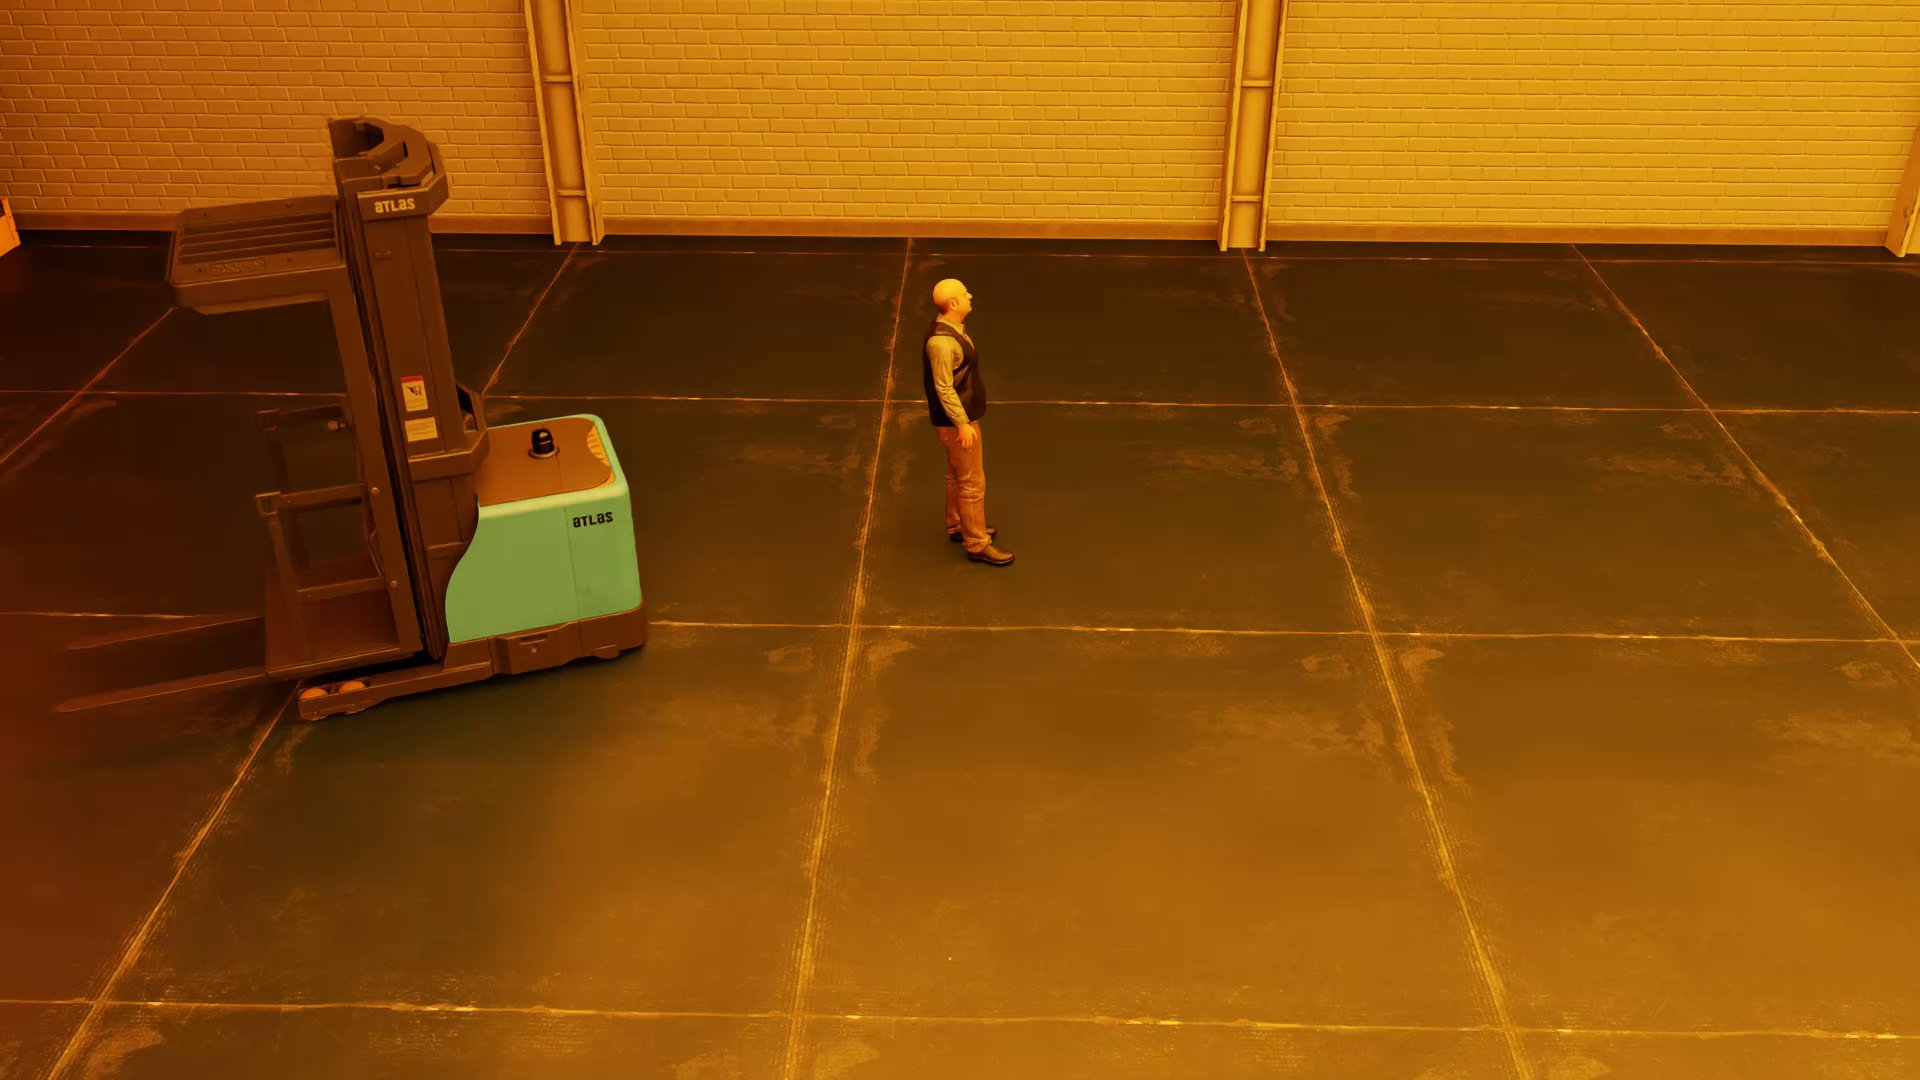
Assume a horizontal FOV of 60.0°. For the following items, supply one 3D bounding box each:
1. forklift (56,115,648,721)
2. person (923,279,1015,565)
[{"bbox_3d":[-3.339,-0.603,8.638,3.031,2.935,1.130,-10,32,-17],"label":"forklift"},{"bbox_3d":[0.063,-0.744,10.051,0.566,1.722,0.634,1,31,1],"label":"person"}]
